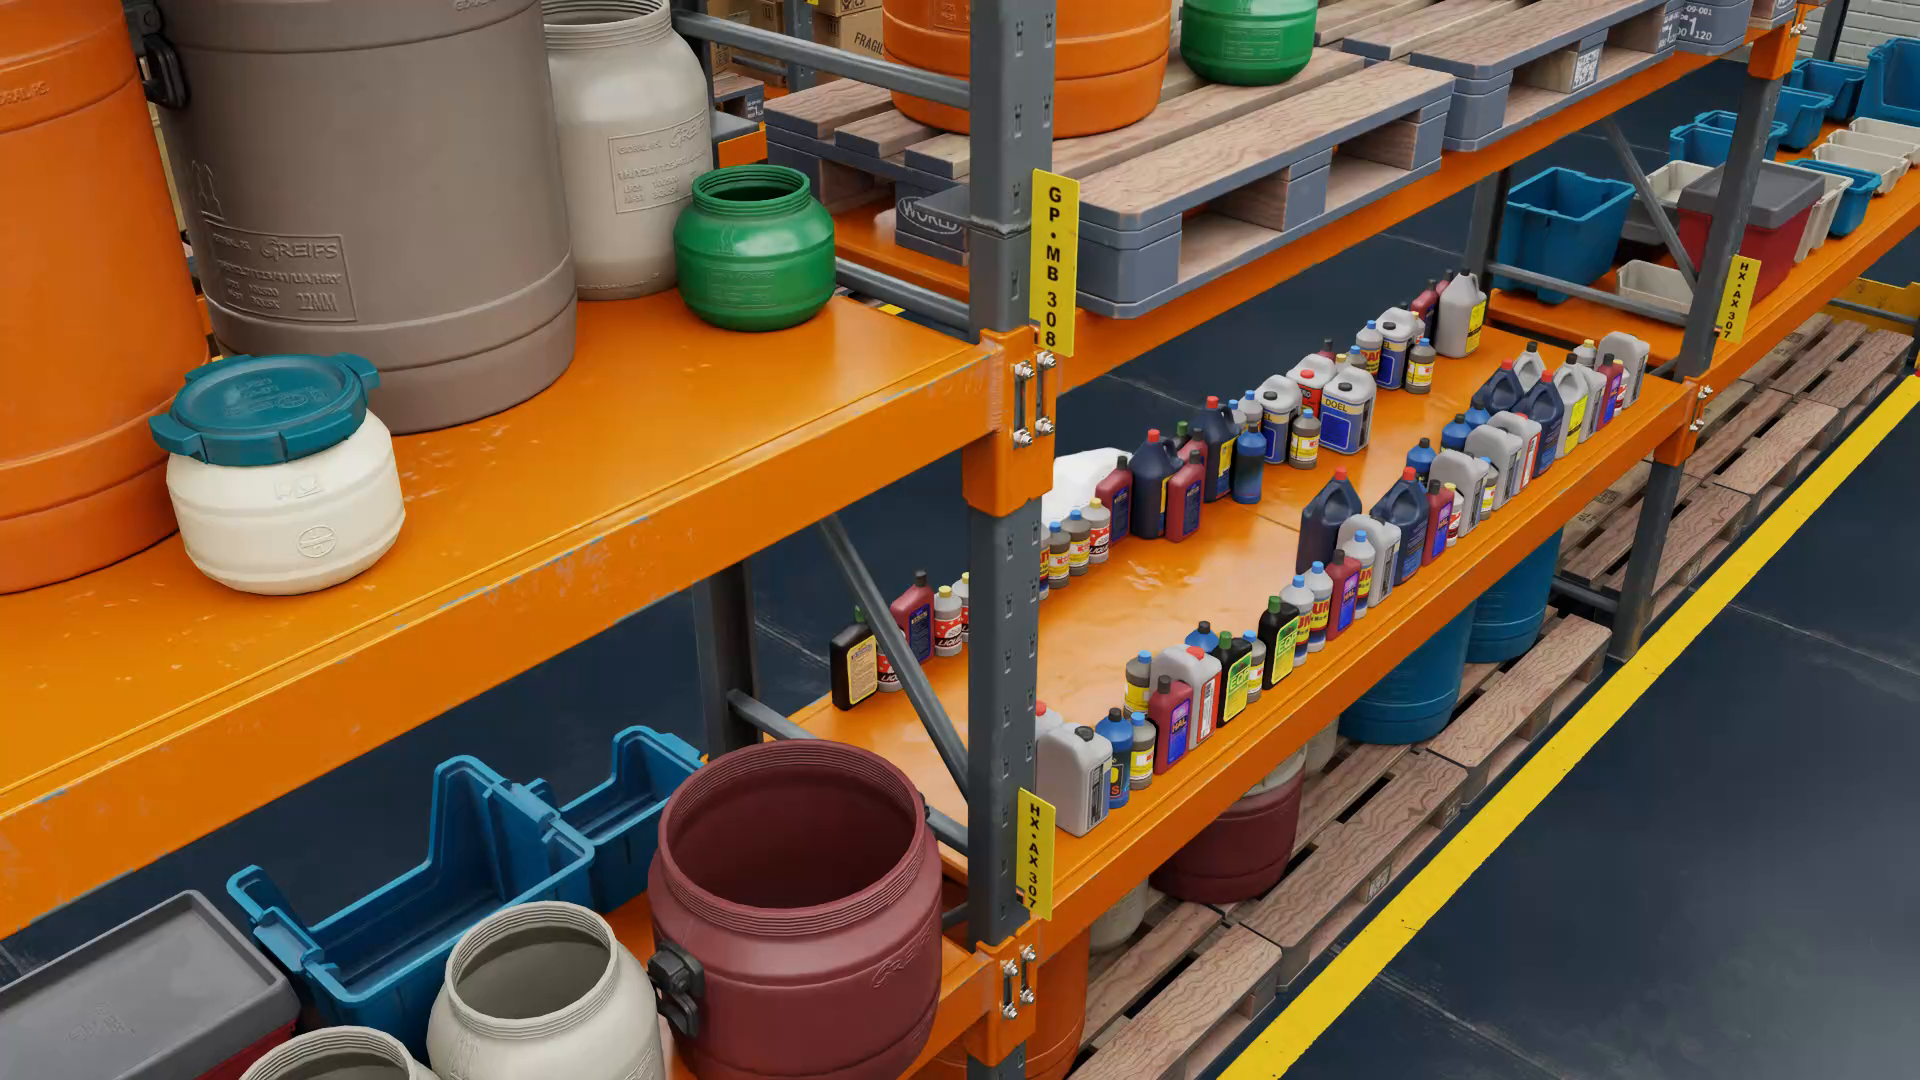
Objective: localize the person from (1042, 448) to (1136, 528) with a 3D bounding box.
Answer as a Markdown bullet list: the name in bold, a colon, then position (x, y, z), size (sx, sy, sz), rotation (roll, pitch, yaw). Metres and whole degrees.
- **person**: position (0.595, -0.004, 6.959), size (0.519, 0.916, 1.000), rotation (23, 38, 33)
